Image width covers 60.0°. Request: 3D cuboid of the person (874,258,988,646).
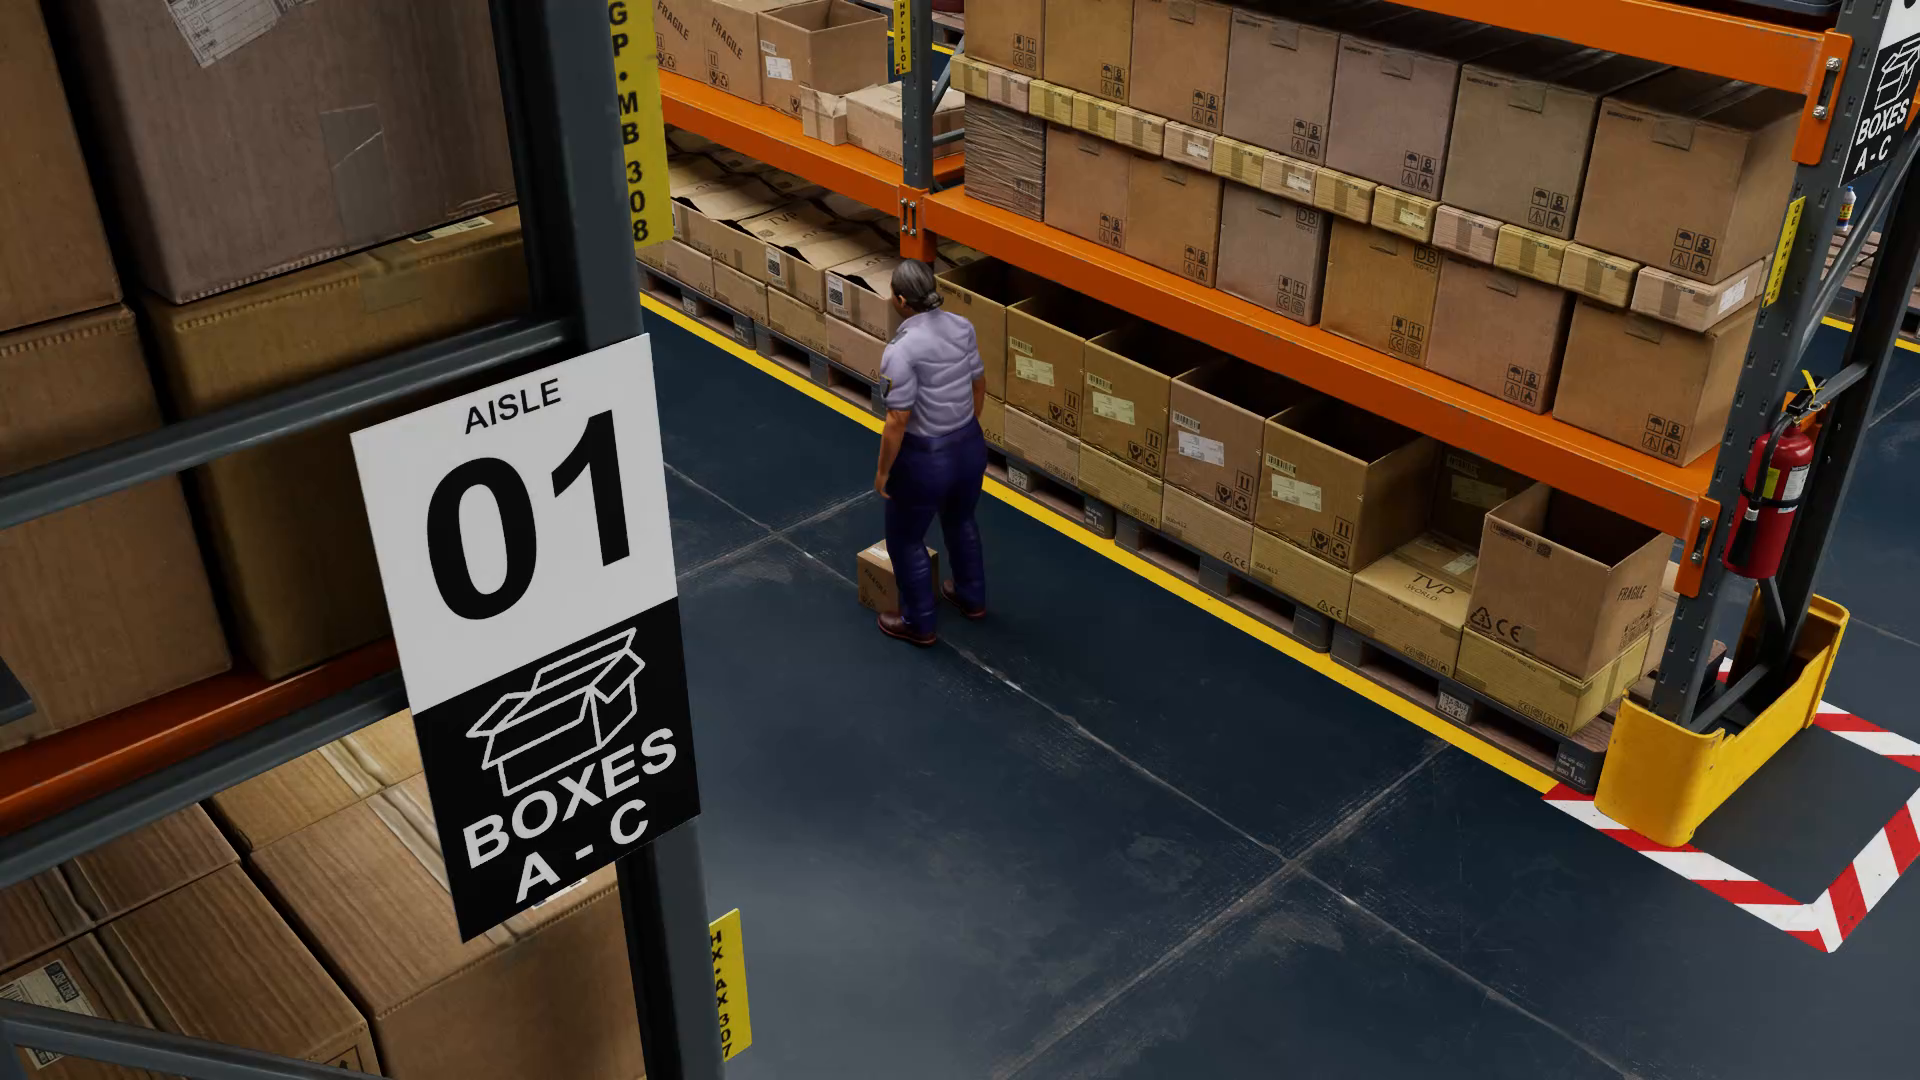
[{"bbox_3d":[-0.106,-0.341,6.689,0.556,1.652,0.367,-27,41,-36],"label":"person"}]
